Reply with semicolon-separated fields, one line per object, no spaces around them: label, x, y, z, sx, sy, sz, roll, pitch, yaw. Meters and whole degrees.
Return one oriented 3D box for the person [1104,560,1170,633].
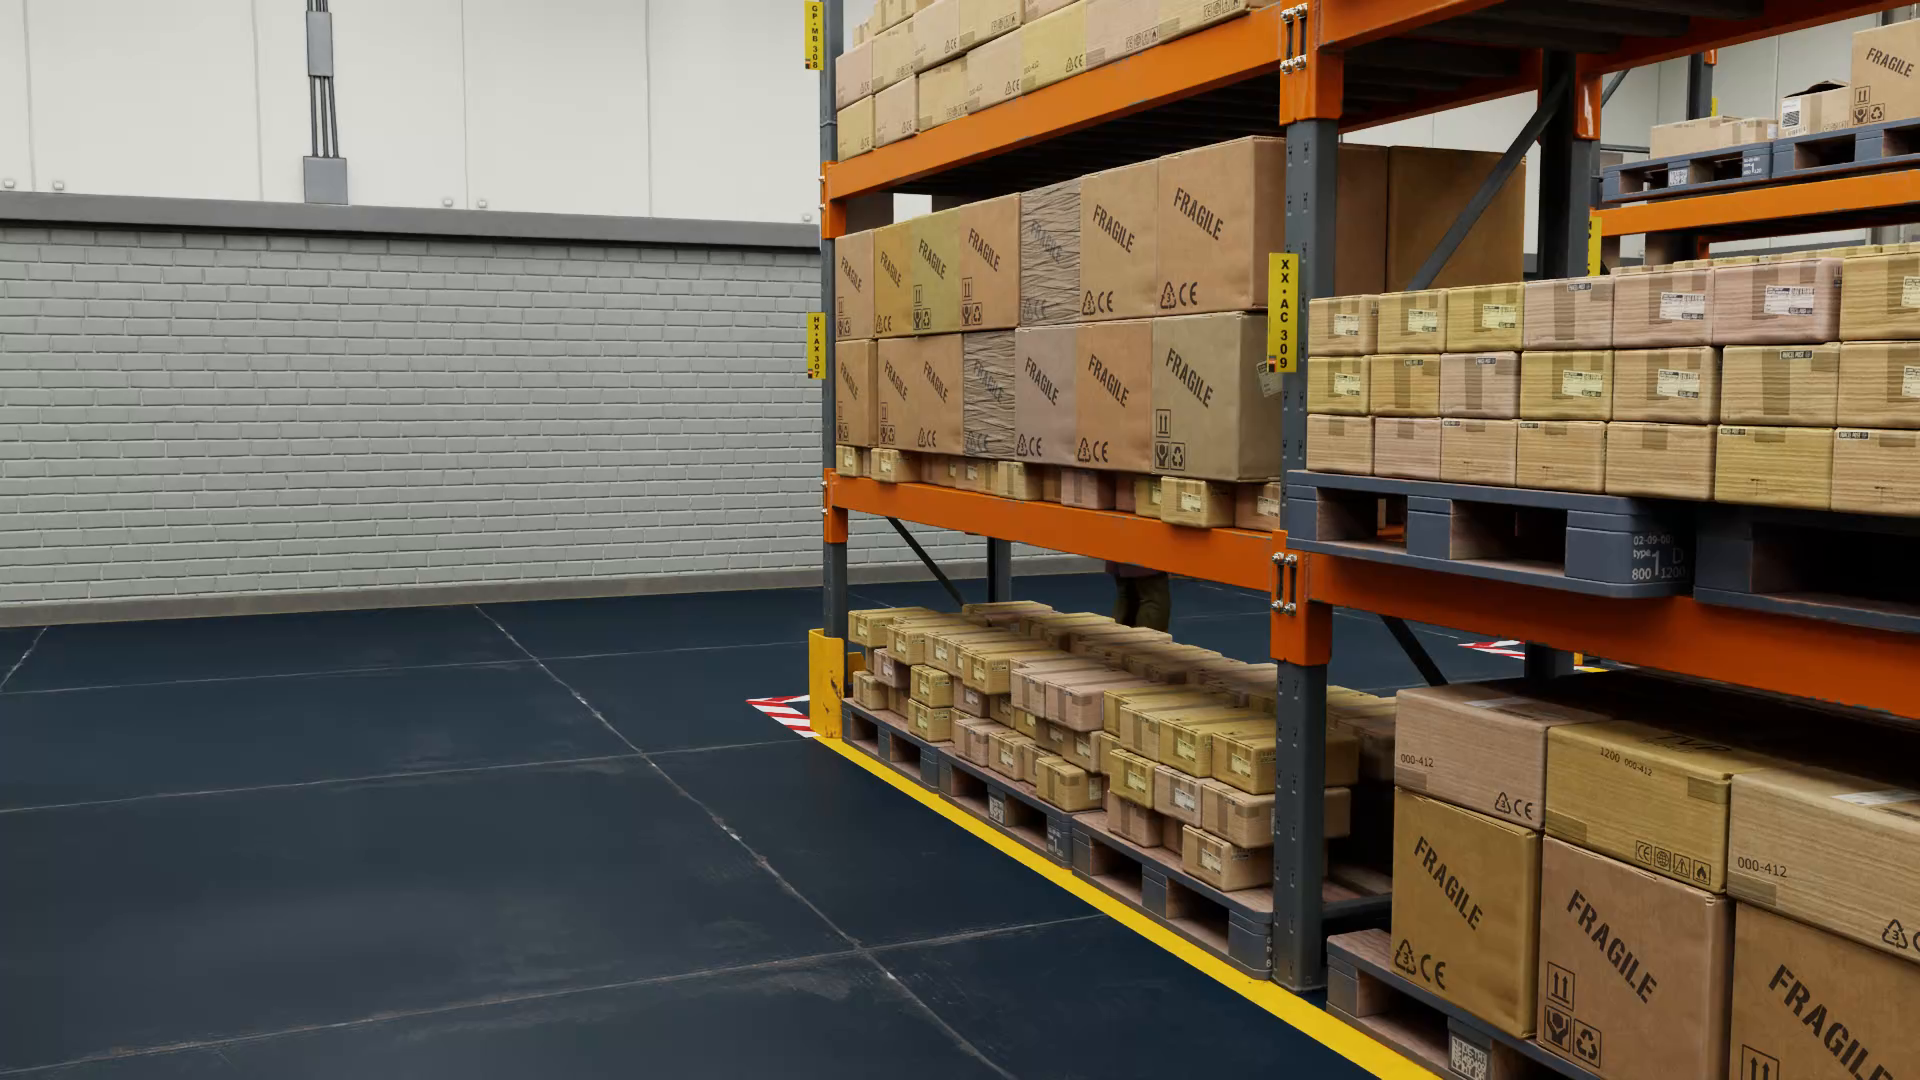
person;1.026;-0.035;9.577;0.429;1.772;0.644;-3;6;-27
